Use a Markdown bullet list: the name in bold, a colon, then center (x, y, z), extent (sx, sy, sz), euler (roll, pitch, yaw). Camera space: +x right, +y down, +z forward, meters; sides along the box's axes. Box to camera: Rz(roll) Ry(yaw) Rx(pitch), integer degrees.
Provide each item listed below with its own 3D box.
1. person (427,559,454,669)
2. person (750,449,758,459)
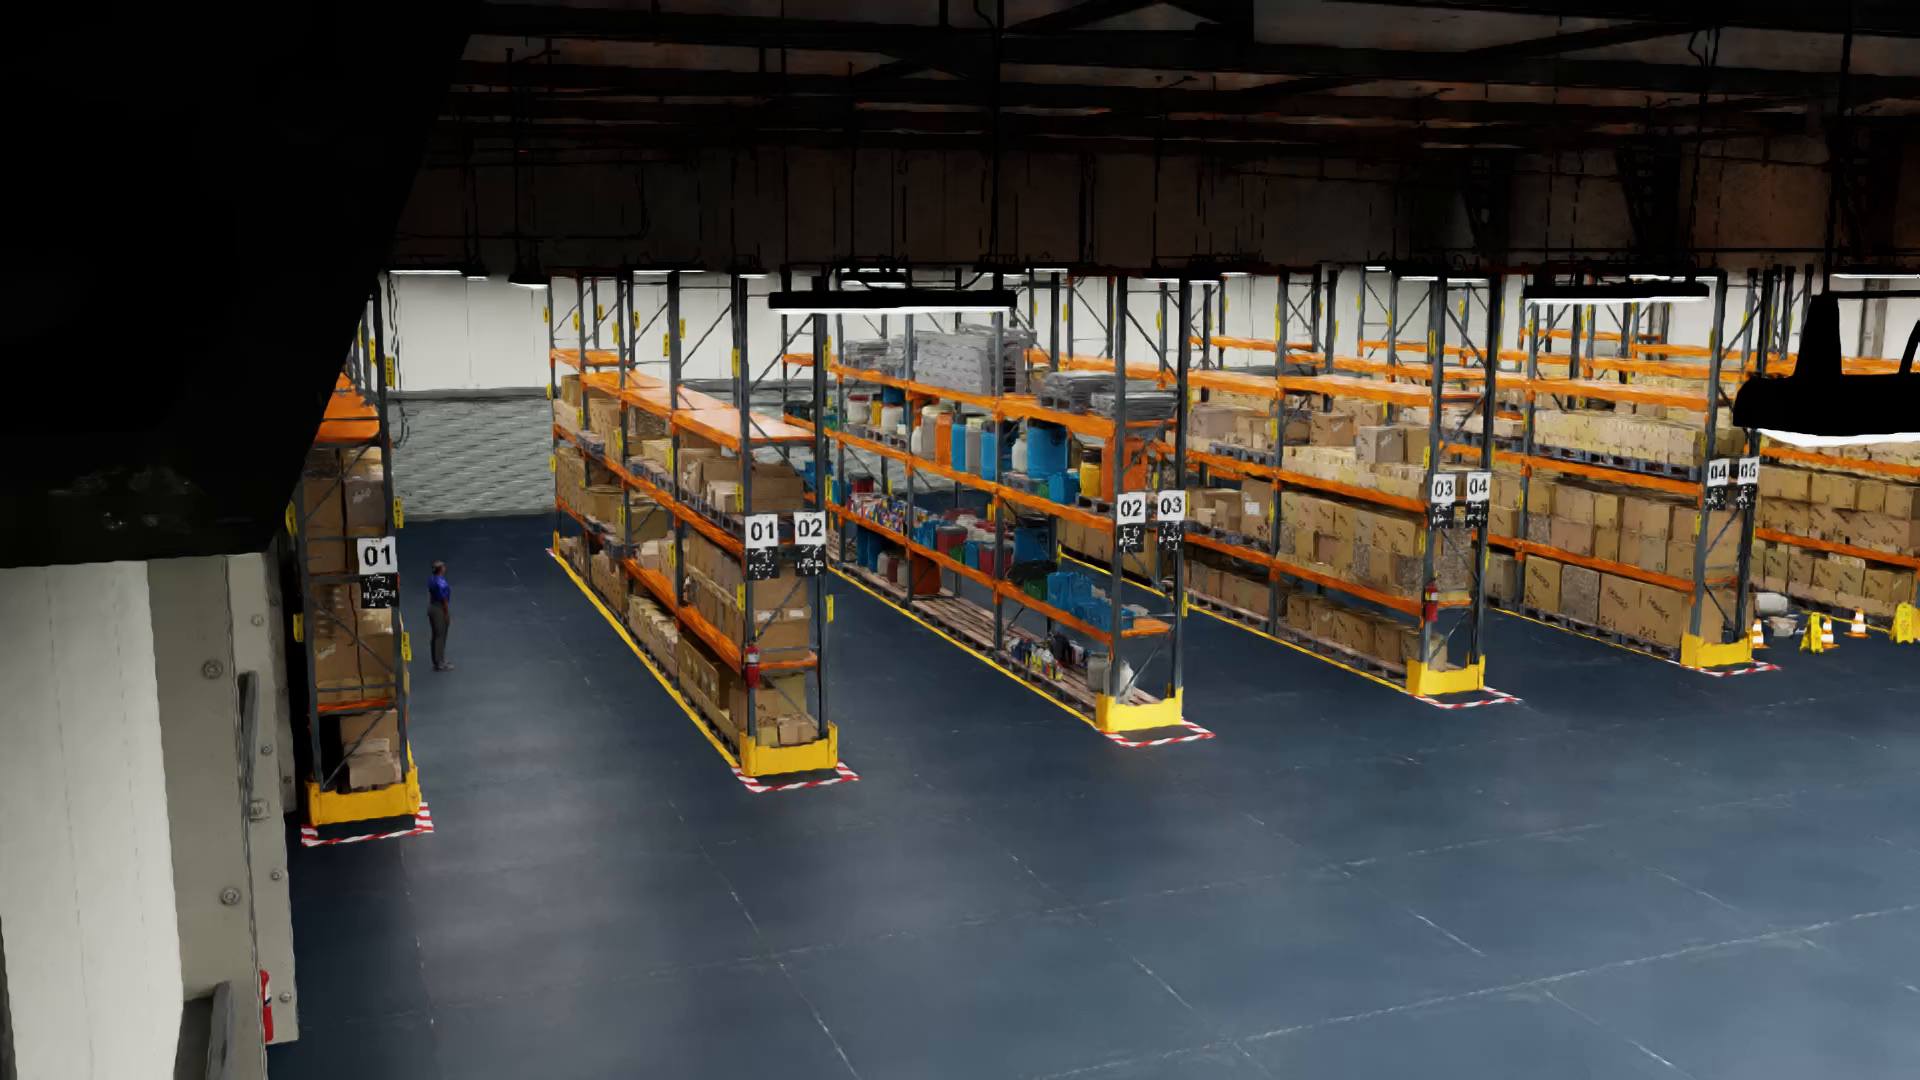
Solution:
- **person**: center (-7.942, 1.116, 25.406), extent (0.371, 1.650, 0.582), euler (-9, 13, -41)
- **person**: center (-4.836, -1.274, 38.928), extent (0.566, 1.712, 0.737), euler (3, 10, 17)
